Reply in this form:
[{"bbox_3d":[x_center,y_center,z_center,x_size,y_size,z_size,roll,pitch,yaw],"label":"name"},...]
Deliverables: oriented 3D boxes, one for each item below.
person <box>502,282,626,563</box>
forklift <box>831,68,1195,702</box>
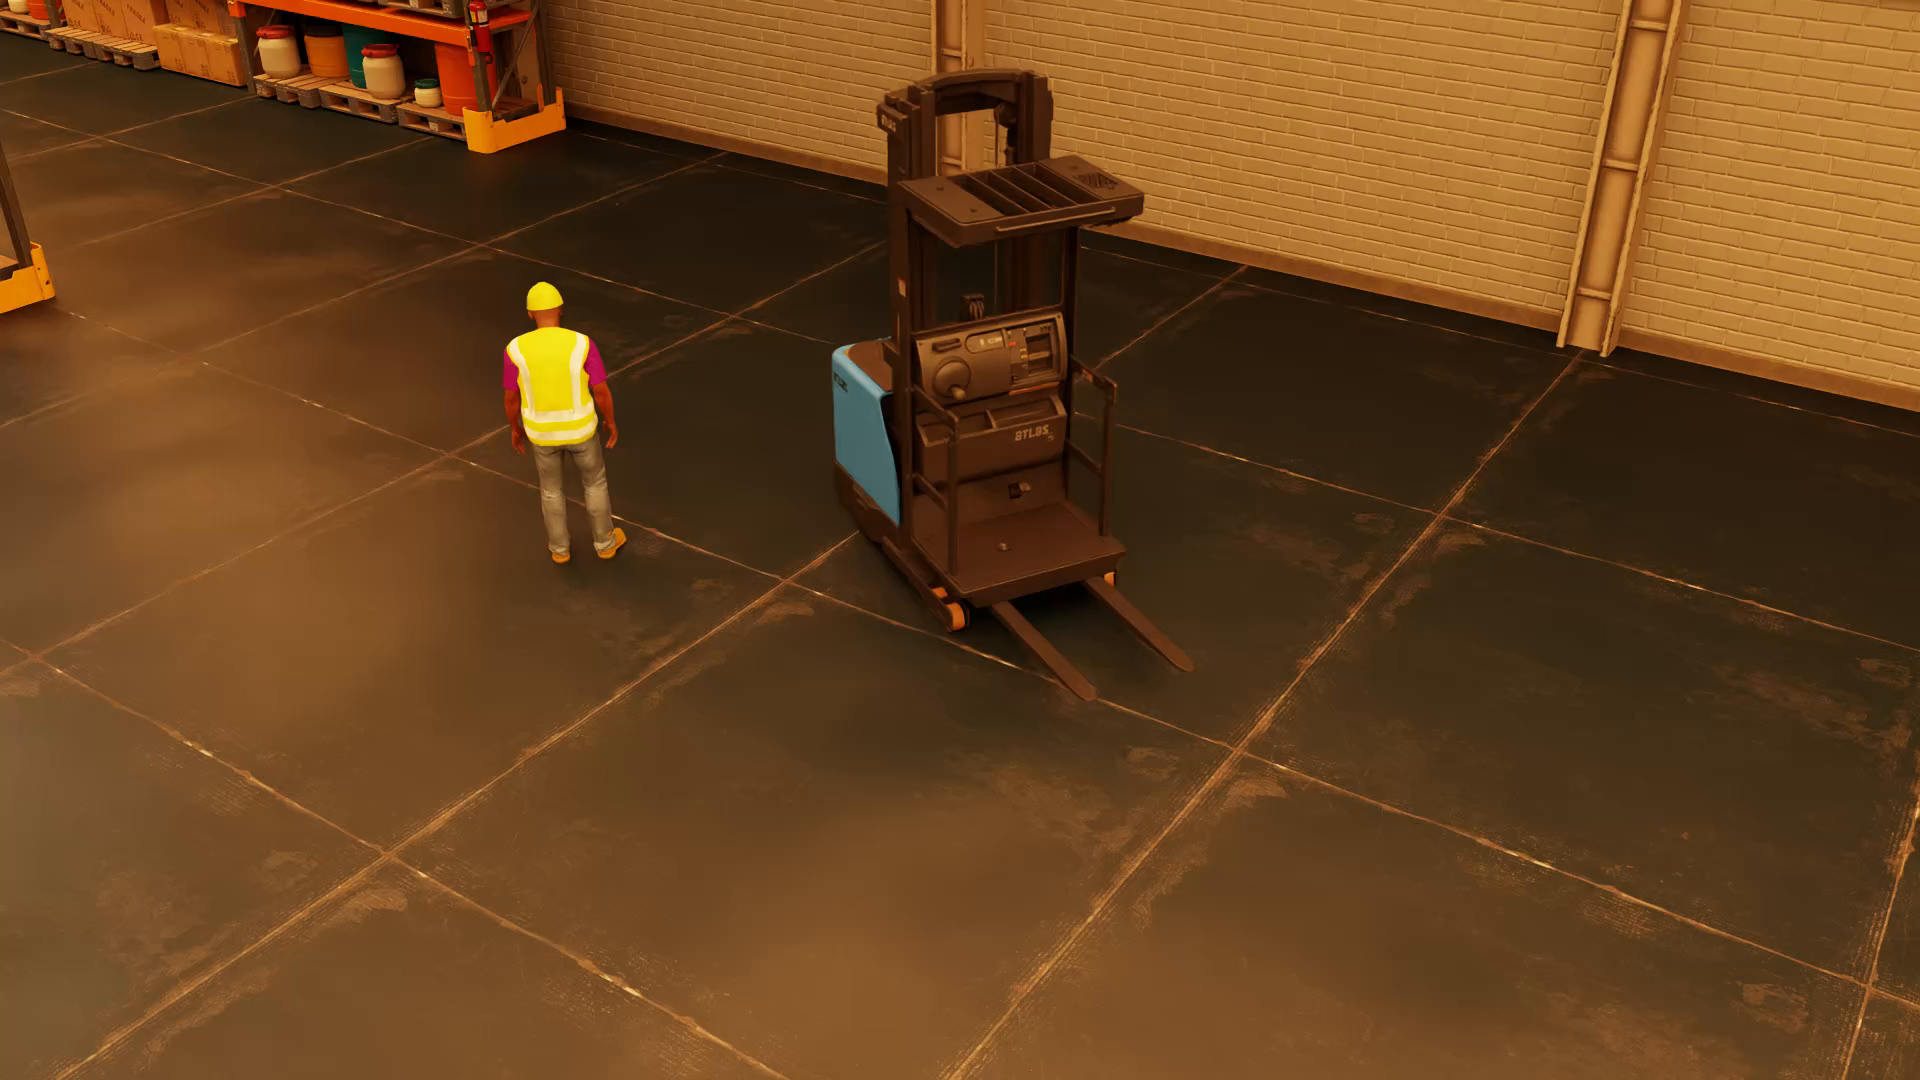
[{"bbox_3d":[-2.370,-0.684,9.930,0.629,1.759,0.463,-3,30,-6],"label":"person"},{"bbox_3d":[0.283,-0.994,9.293,1.130,2.935,3.031,-14,33,-23],"label":"forklift"}]
